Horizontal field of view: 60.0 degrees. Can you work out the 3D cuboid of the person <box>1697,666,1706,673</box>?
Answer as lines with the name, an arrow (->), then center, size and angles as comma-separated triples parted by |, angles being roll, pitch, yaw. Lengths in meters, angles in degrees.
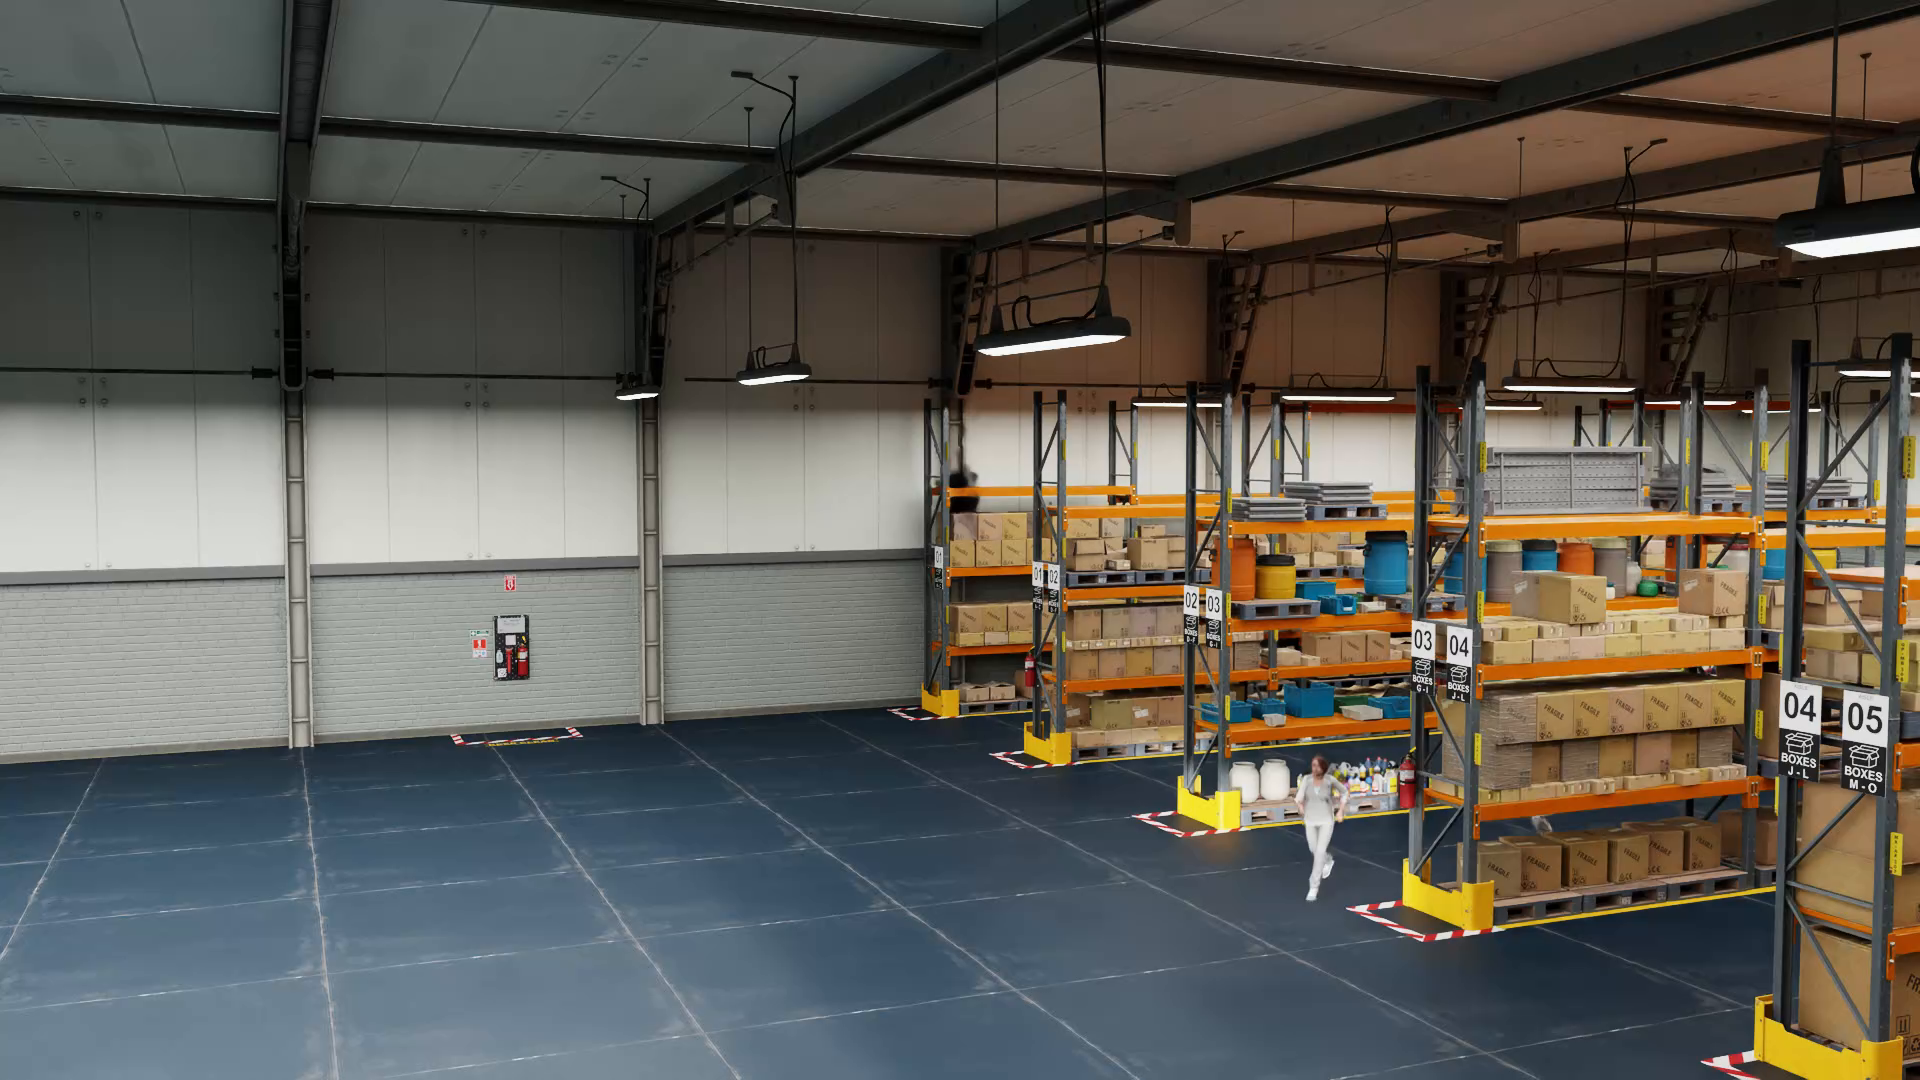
person -> 12.484, 2.622, 28.371 | 0.856, 1.768, 0.689 | -1, 4, -18

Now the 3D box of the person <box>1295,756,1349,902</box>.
person -> 4.131, 3.264, 19.031 | 0.571, 1.628, 0.839 | 2, 4, 27

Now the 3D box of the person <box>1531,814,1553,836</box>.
person -> 7.147, 3.073, 20.431 | 0.626, 1.772, 0.636 | -2, 4, -25
